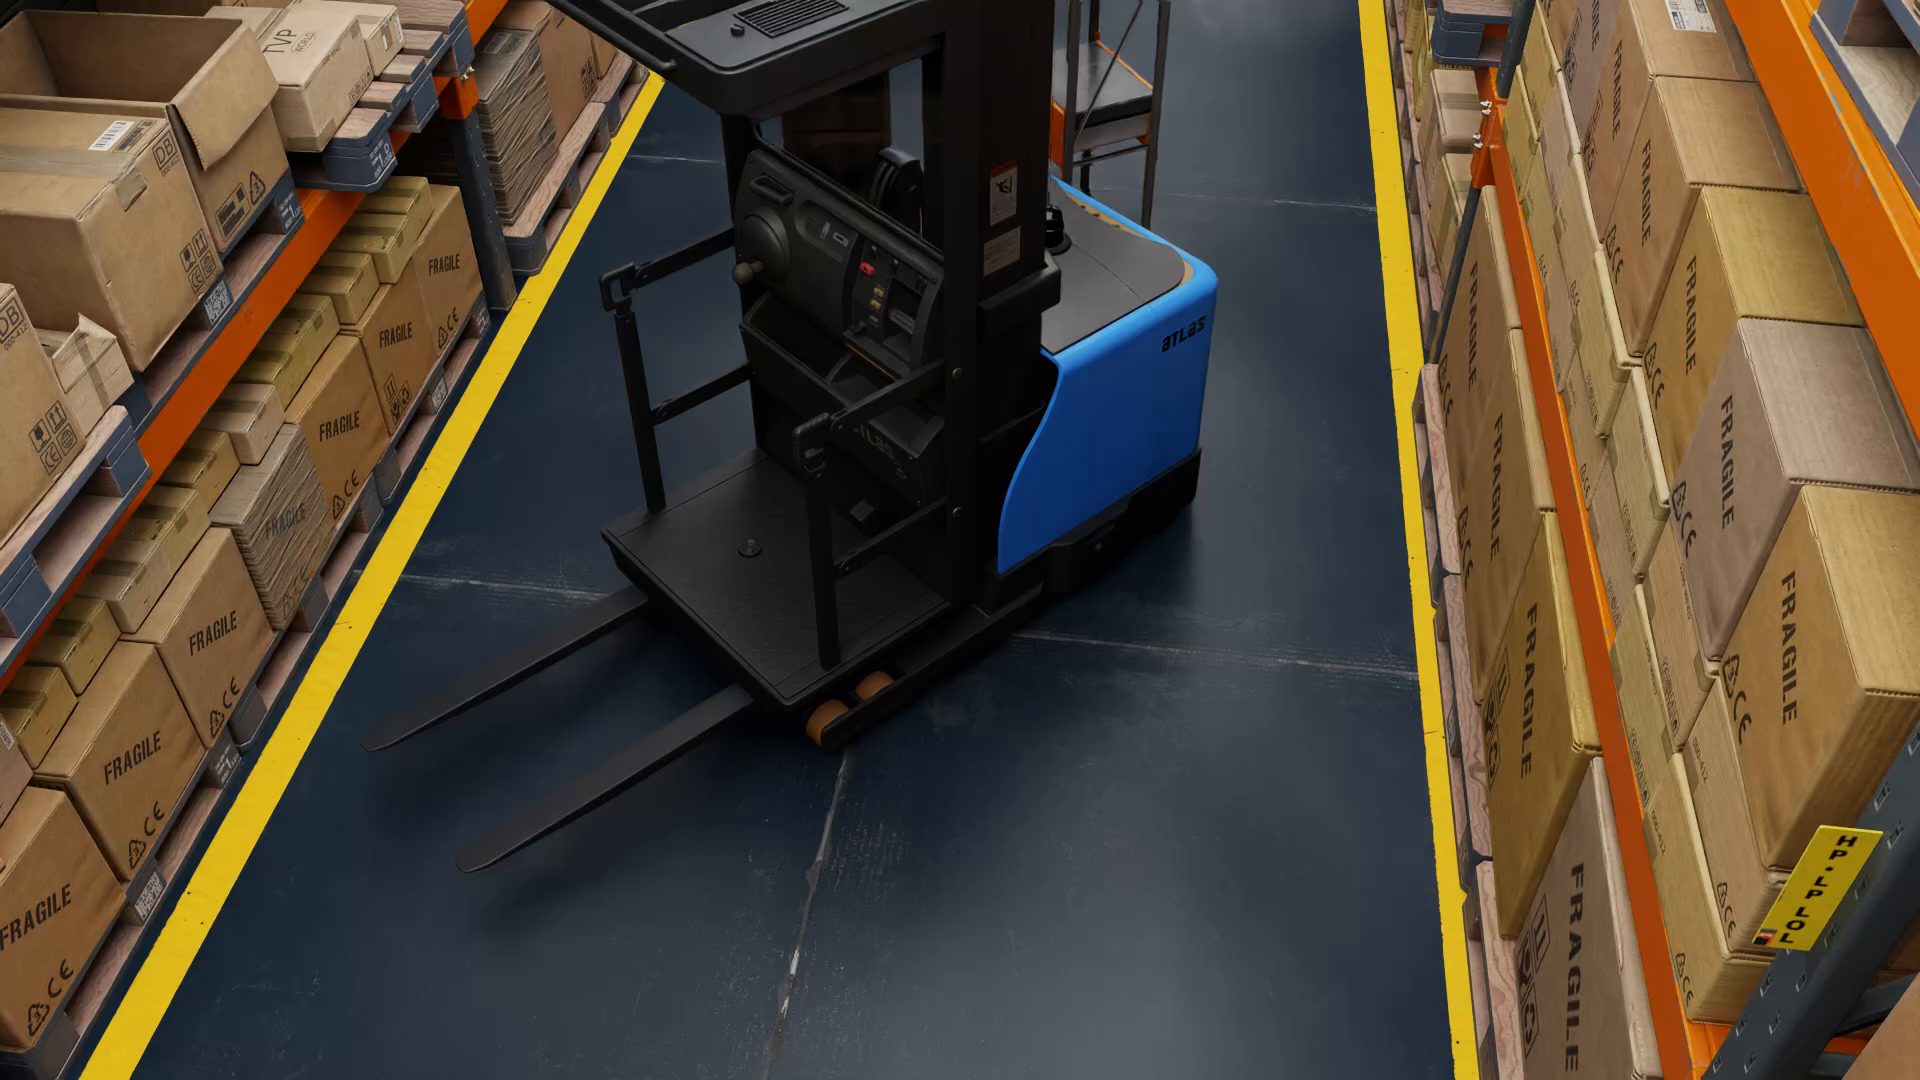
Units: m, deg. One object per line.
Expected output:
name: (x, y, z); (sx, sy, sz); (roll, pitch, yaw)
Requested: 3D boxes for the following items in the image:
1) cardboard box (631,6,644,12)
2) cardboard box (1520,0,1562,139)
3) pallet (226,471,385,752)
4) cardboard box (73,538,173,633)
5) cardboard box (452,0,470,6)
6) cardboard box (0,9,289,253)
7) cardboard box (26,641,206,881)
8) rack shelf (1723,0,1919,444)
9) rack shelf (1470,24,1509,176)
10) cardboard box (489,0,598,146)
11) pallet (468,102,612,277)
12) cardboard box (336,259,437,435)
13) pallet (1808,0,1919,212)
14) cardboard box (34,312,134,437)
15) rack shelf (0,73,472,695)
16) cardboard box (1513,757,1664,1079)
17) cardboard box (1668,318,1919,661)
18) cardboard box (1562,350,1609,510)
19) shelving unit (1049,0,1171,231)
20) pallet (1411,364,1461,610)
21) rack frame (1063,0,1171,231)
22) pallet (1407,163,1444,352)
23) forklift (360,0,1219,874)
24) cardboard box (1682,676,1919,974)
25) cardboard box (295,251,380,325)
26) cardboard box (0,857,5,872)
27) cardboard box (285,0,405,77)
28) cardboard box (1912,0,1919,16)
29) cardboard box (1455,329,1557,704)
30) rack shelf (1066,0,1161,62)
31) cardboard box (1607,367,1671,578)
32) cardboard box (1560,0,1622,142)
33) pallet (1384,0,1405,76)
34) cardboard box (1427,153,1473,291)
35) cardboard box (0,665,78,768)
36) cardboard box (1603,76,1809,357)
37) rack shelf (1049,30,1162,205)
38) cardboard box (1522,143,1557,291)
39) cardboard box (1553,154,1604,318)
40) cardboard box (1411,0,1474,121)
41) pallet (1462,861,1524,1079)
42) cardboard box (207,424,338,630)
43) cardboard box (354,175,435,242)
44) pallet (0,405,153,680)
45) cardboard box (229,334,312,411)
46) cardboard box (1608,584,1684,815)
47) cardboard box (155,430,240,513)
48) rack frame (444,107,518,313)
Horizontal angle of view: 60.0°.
cardboard box: (-2.108, -3.305, 8.981); (0.875, 0.625, 0.625); (5, 44, 5)
cardboard box: (2.140, -1.529, 5.429); (0.500, 0.250, 0.500); (5, 44, 5)
pallet: (-2.769, 0.173, 5.914); (1.003, 0.211, 1.213); (5, 44, 6)
cardboard box: (-2.611, 0.125, 4.977); (0.380, 0.149, 0.250); (5, 44, 5)
cardboard box: (-2.168, -2.400, 6.712); (0.500, 0.250, 0.500); (5, 44, 6)
cardboard box: (-2.502, -1.235, 4.992); (0.797, 0.503, 0.637); (4, 44, 5)
cardboard box: (-2.650, 0.634, 4.911); (0.500, 0.500, 0.500); (5, 44, 5)
rack shelf: (2.187, -1.190, 3.667); (1.077, 0.370, 4.000); (5, 44, 6)
rack shelf: (2.716, -2.827, 7.577); (1.077, 0.370, 4.000); (5, 44, 6)
cardboard box: (-2.294, -2.334, 7.955); (0.875, 0.625, 0.625); (7, 44, 7)
pallet: (-2.322, -1.719, 7.912); (1.003, 0.211, 1.213); (5, 44, 6)
cardboard box: (-2.388, -0.771, 6.395); (0.500, 0.500, 0.500); (5, 44, 5)
pallet: (1.995, -0.648, 2.710); (0.805, 0.209, 1.217); (4, 44, 4)
cardboard box: (-2.434, -0.463, 4.350); (0.396, 0.266, 0.258); (7, 44, 8)
rack shelf: (-2.733, -0.550, 5.172); (1.077, 0.370, 4.000); (5, 44, 6)
cardboard box: (1.925, 1.190, 4.051); (0.875, 0.875, 0.875); (6, 44, 7)
cardboard box: (1.794, -0.079, 3.352); (0.500, 0.500, 0.500); (6, 44, 6)
cardboard box: (1.950, -0.315, 4.510); (0.500, 0.250, 0.500); (5, 44, 6)
shelving unit: (0.459, -1.591, 6.403); (0.431, 2.100, 0.503); (-18, 46, -18)
pallet: (2.273, -0.182, 6.289); (1.003, 0.211, 1.213); (5, 44, 6)
rack frame: (0.566, -1.440, 6.244); (0.400, 2.100, 0.015); (-18, 46, -18)
pallet: (2.556, -1.245, 7.411); (1.003, 0.211, 1.213); (5, 44, 6)
forklift: (-0.540, -0.780, 4.942); (3.031, 2.935, 1.130); (-31, 52, -29)
cardboard box: (1.740, 0.551, 3.232); (0.500, 0.250, 0.500); (5, 44, 5)
cardboard box: (-2.367, -0.930, 6.092); (0.380, 0.149, 0.250); (4, 44, 4)
cardboard box: (-2.687, 0.852, 4.210); (0.380, 0.149, 0.250); (7, 44, 7)
cardboard box: (-2.176, -1.753, 5.797); (0.380, 0.149, 0.250); (6, 44, 6)
cardboard box: (1.831, -0.828, 2.521); (0.500, 0.311, 0.500); (5, 44, 6)
cardboard box: (2.156, -0.035, 5.346); (0.875, 0.875, 0.875); (6, 44, 6)
rack shelf: (0.460, -2.090, 5.931); (0.431, 0.518, 0.480); (-18, 46, -18)
cardboard box: (1.861, -0.144, 3.966); (0.500, 0.250, 0.500); (6, 44, 7)
cardboard box: (2.088, -1.472, 4.823); (0.500, 0.500, 0.500); (5, 44, 6)
pallet: (2.879, -2.908, 9.168); (1.003, 0.211, 1.213); (5, 44, 6)
cardboard box: (2.536, -1.308, 7.055); (0.950, 0.372, 0.625); (3, 43, 3)
cardboard box: (-2.704, 0.480, 4.602); (0.380, 0.149, 0.250); (3, 44, 3)
cardboard box: (1.934, -0.777, 4.089); (0.500, 0.500, 0.500); (6, 44, 6)
rack shelf: (0.459, -1.582, 6.412); (0.431, 0.518, 0.480); (-18, 46, -18)
cardboard box: (2.087, -1.009, 5.243); (0.500, 0.250, 0.500); (4, 44, 4)
cardboard box: (1.992, -0.839, 4.700); (0.500, 0.250, 0.500); (5, 44, 5)
cardboard box: (2.732, -2.328, 8.132); (0.950, 0.372, 0.625); (7, 44, 7)
pallet: (1.950, 1.481, 4.533); (1.003, 0.211, 1.213); (5, 44, 6)
cardboard box: (-2.505, -0.058, 5.642); (0.500, 0.500, 0.500); (4, 44, 4)
cardboard box: (-2.283, -1.295, 6.476); (0.380, 0.149, 0.250); (3, 44, 3)
pallet: (-2.784, 0.087, 4.116); (1.003, 0.211, 1.213); (5, 44, 6)
cardboard box: (-2.480, -0.584, 5.726); (0.380, 0.149, 0.250); (5, 44, 5)
cardboard box: (1.801, 0.380, 3.776); (0.500, 0.250, 0.500); (5, 44, 5)
cardboard box: (-2.569, -0.231, 5.353); (0.380, 0.149, 0.250); (5, 44, 6)
rack frame: (-2.469, -2.174, 6.364); (1.000, 3.000, 0.127); (5, 44, 6)
